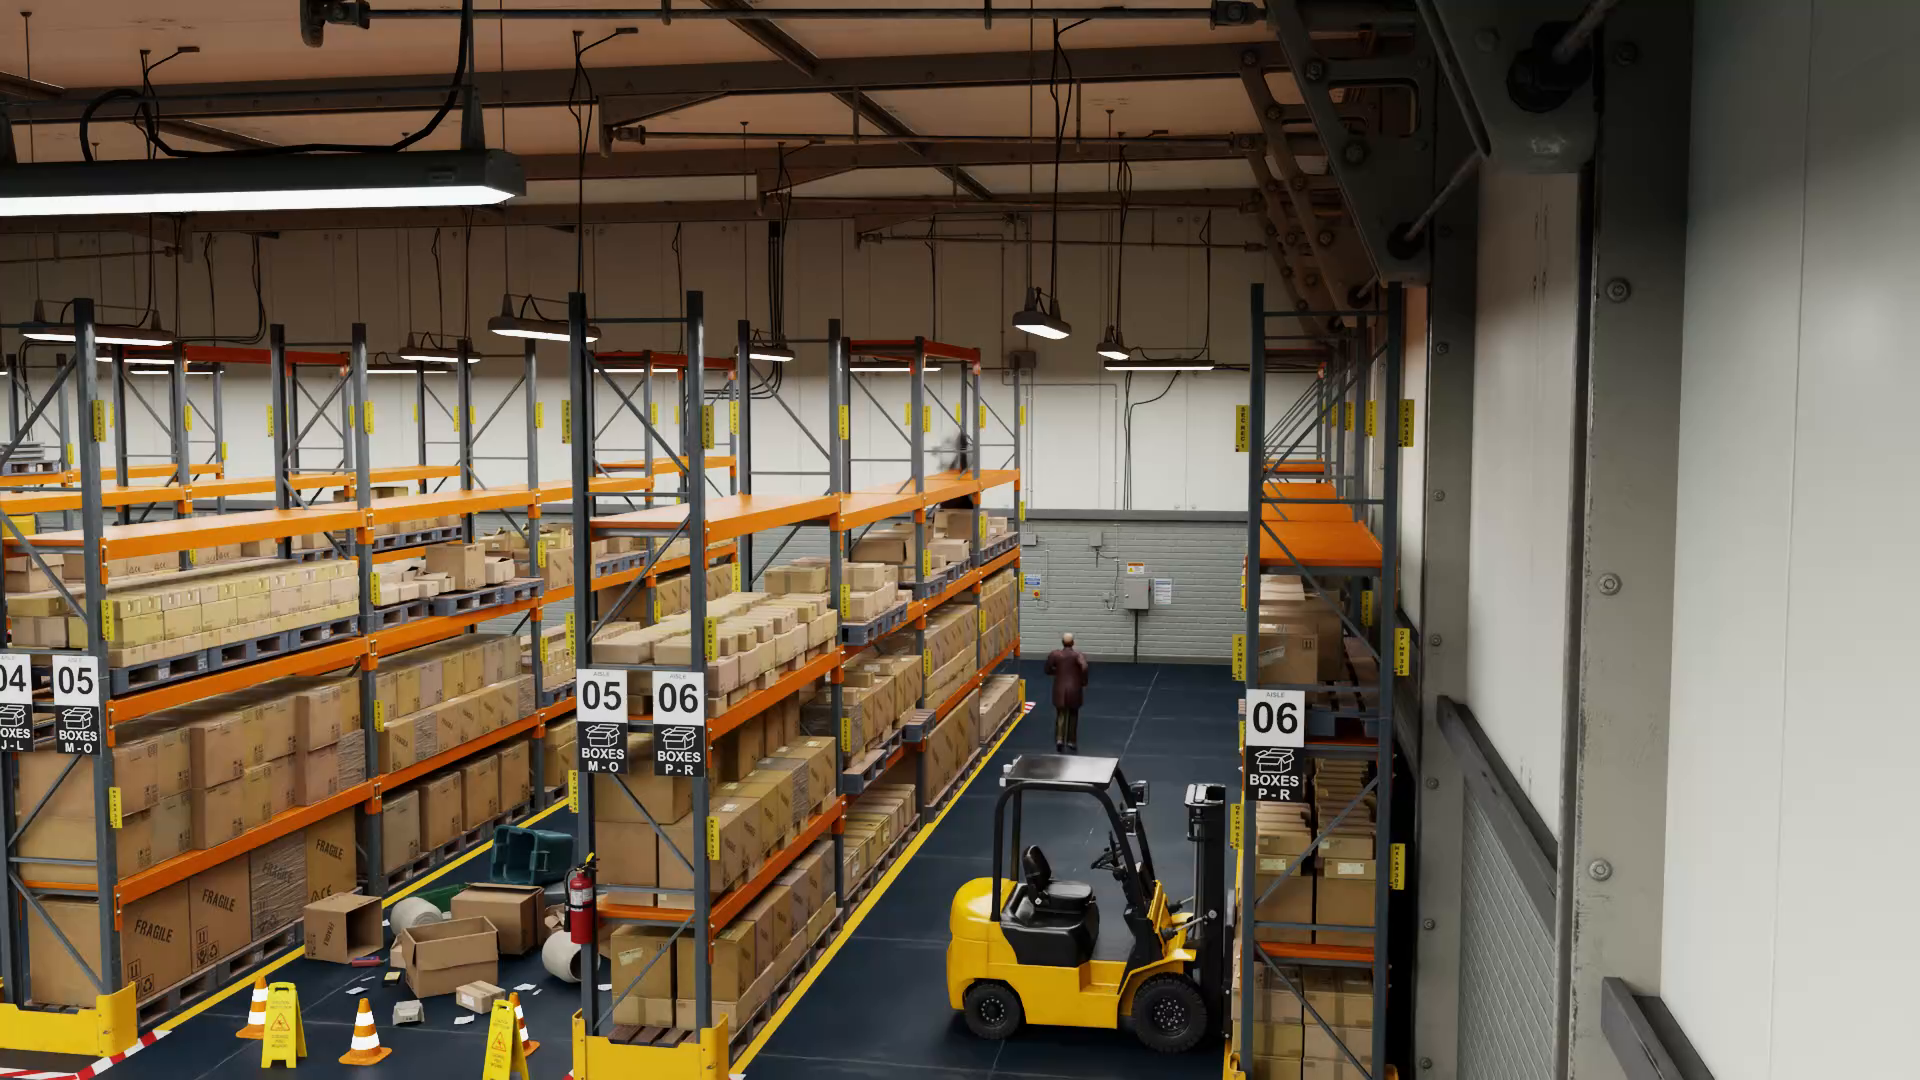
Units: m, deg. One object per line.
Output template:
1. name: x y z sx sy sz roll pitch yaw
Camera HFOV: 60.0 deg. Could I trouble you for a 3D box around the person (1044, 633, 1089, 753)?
1. person: 1.585 2.286 24.733 0.703 1.808 0.938 1 5 10
